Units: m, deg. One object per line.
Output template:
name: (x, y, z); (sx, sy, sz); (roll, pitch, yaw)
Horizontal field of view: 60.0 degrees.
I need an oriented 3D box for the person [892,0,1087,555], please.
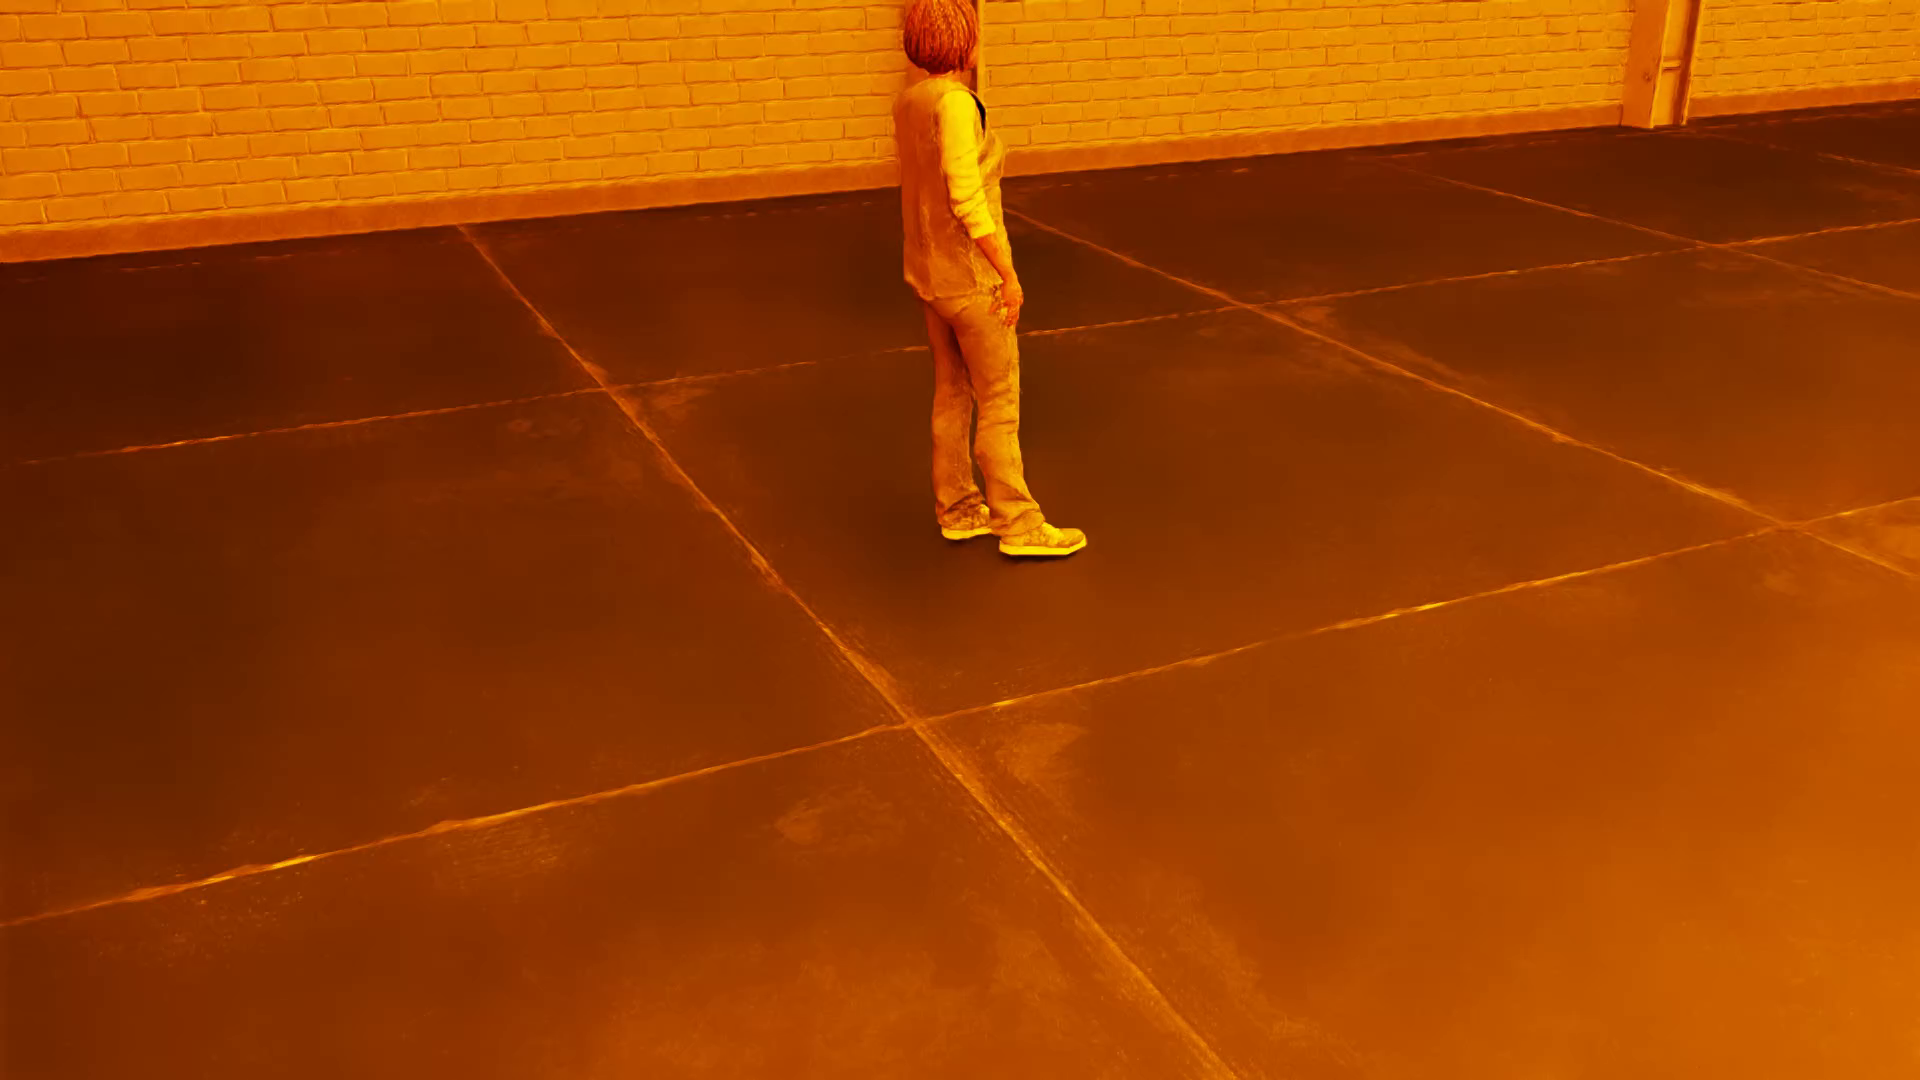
person: (0.073, -0.751, 4.815); (0.474, 1.597, 0.521); (-10, 25, -23)
